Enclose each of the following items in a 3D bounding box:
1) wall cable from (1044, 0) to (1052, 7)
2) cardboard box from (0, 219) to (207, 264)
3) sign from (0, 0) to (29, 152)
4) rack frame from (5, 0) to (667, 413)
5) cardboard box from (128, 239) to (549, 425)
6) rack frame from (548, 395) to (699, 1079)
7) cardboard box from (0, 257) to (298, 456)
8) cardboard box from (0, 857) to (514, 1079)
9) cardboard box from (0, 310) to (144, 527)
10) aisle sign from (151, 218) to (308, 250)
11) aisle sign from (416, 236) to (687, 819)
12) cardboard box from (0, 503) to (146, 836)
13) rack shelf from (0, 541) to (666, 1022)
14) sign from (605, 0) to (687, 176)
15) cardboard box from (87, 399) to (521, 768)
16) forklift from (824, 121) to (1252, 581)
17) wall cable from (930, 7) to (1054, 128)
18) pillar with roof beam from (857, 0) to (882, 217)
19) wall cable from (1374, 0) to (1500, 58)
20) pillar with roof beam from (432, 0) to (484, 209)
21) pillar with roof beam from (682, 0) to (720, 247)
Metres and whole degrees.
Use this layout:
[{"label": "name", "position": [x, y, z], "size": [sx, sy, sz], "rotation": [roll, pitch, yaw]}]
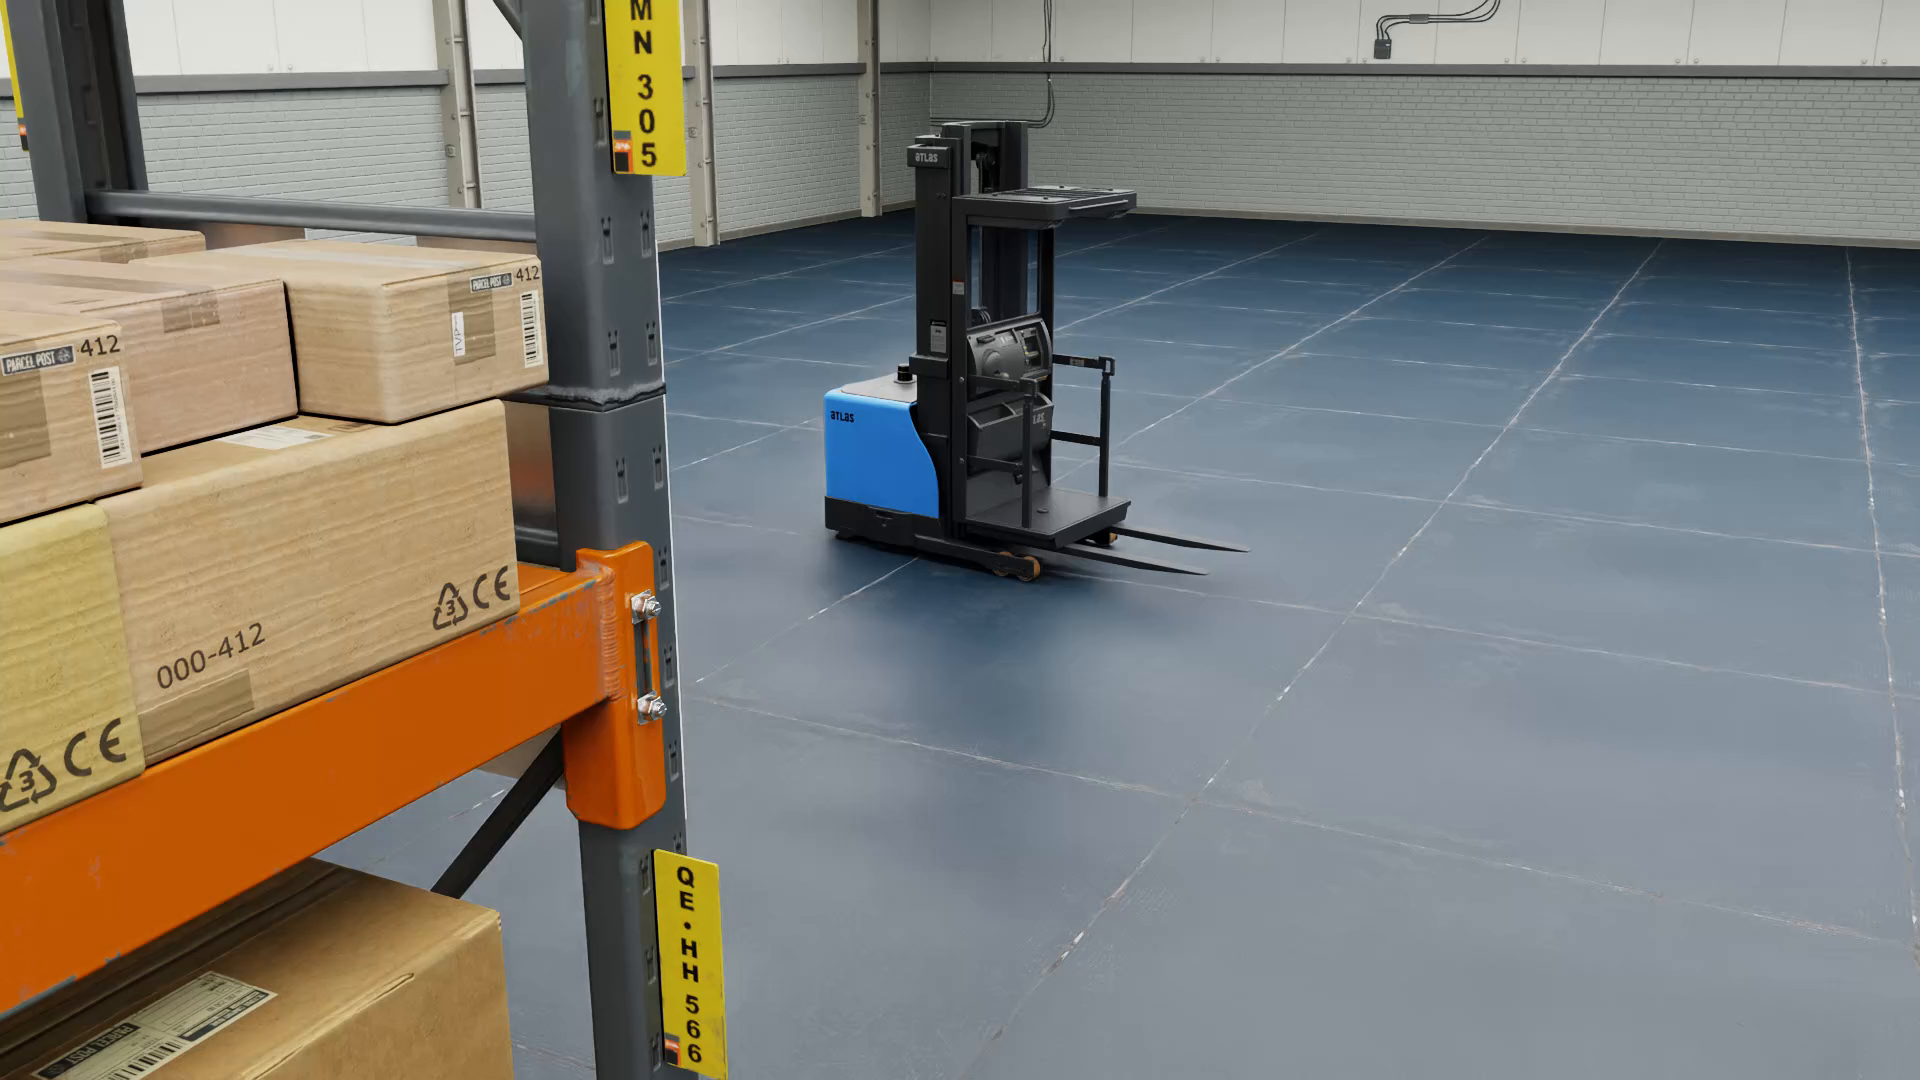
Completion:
[{"label": "wall cable", "position": [3.051, -12.312, 34.256], "size": [3.097, 2.526, 0.112], "rotation": [8, 18, 25]}, {"label": "cardboard box", "position": [-1.179, -0.312, 2.102], "size": [0.380, 0.149, 0.250], "rotation": [8, 18, 25]}, {"label": "sign", "position": [-1.334, -0.722, 2.382], "size": [0.100, 0.325, 0.005], "rotation": [8, 18, 25]}, {"label": "rack frame", "position": [-0.849, -1.671, 1.847], "size": [1.000, 3.000, 0.127], "rotation": [8, 18, 25]}, {"label": "cardboard box", "position": [-0.694, -0.242, 1.867], "size": [0.380, 0.149, 0.250], "rotation": [8, 18, 25]}, {"label": "rack frame", "position": [-0.849, 1.204, 2.701], "size": [1.000, 3.000, 0.127], "rotation": [8, 18, 25]}, {"label": "cardboard box", "position": [-0.915, -0.191, 1.694], "size": [0.380, 0.149, 0.250], "rotation": [7, 18, 24]}, {"label": "cardboard box", "position": [-0.873, 0.706, 1.925], "size": [0.500, 0.500, 0.500], "rotation": [8, 18, 25]}, {"label": "cardboard box", "position": [-0.939, -0.107, 1.412], "size": [0.380, 0.149, 0.250], "rotation": [7, 18, 23]}, {"label": "aisle sign", "position": [-1.089, -0.096, 2.513], "size": [0.394, 0.787, 0.004], "rotation": [8, 18, 25]}, {"label": "aisle sign", "position": [-0.553, -0.019, 2.256], "size": [0.394, 0.787, 0.004], "rotation": [8, 18, 25]}, {"label": "cardboard box", "position": [-1.057, 0.121, 1.344], "size": [0.500, 0.250, 0.500], "rotation": [8, 18, 26]}, {"label": "rack shelf", "position": [-1.742, 0.621, 0.661], "size": [1.077, 0.370, 4.000], "rotation": [8, 18, 25]}, {"label": "sign", "position": [-0.361, -0.582, 1.893], "size": [0.100, 0.325, 0.005], "rotation": [8, 18, 25]}, {"label": "cardboard box", "position": [-0.837, -0.007, 1.773], "size": [0.500, 0.250, 0.500], "rotation": [9, 19, 27]}, {"label": "forklift", "position": [0.513, -1.301, 11.256], "size": [3.031, 2.935, 1.130], "rotation": [11, 20, 34]}, {"label": "wall cable", "position": [0.631, -10.235, 36.133], "size": [3.097, 2.526, 0.112], "rotation": [8, 18, 25]}, {"label": "pillar with roof beam", "position": [1.982, -10.594, 31.887], "size": [9.100, 9.000, 0.400], "rotation": [8, 18, 25]}, {"label": "wall cable", "position": [9.116, -12.142, 31.127], "size": [2.305, 6.003, 0.169], "rotation": [8, 18, 25]}, {"label": "pillar with roof beam", "position": [-3.380, -7.537, 21.596], "size": [9.100, 9.000, 0.400], "rotation": [8, 18, 25]}, {"label": "pillar with roof beam", "position": [-0.699, -9.066, 26.742], "size": [9.100, 9.000, 0.400], "rotation": [8, 18, 25]}]
